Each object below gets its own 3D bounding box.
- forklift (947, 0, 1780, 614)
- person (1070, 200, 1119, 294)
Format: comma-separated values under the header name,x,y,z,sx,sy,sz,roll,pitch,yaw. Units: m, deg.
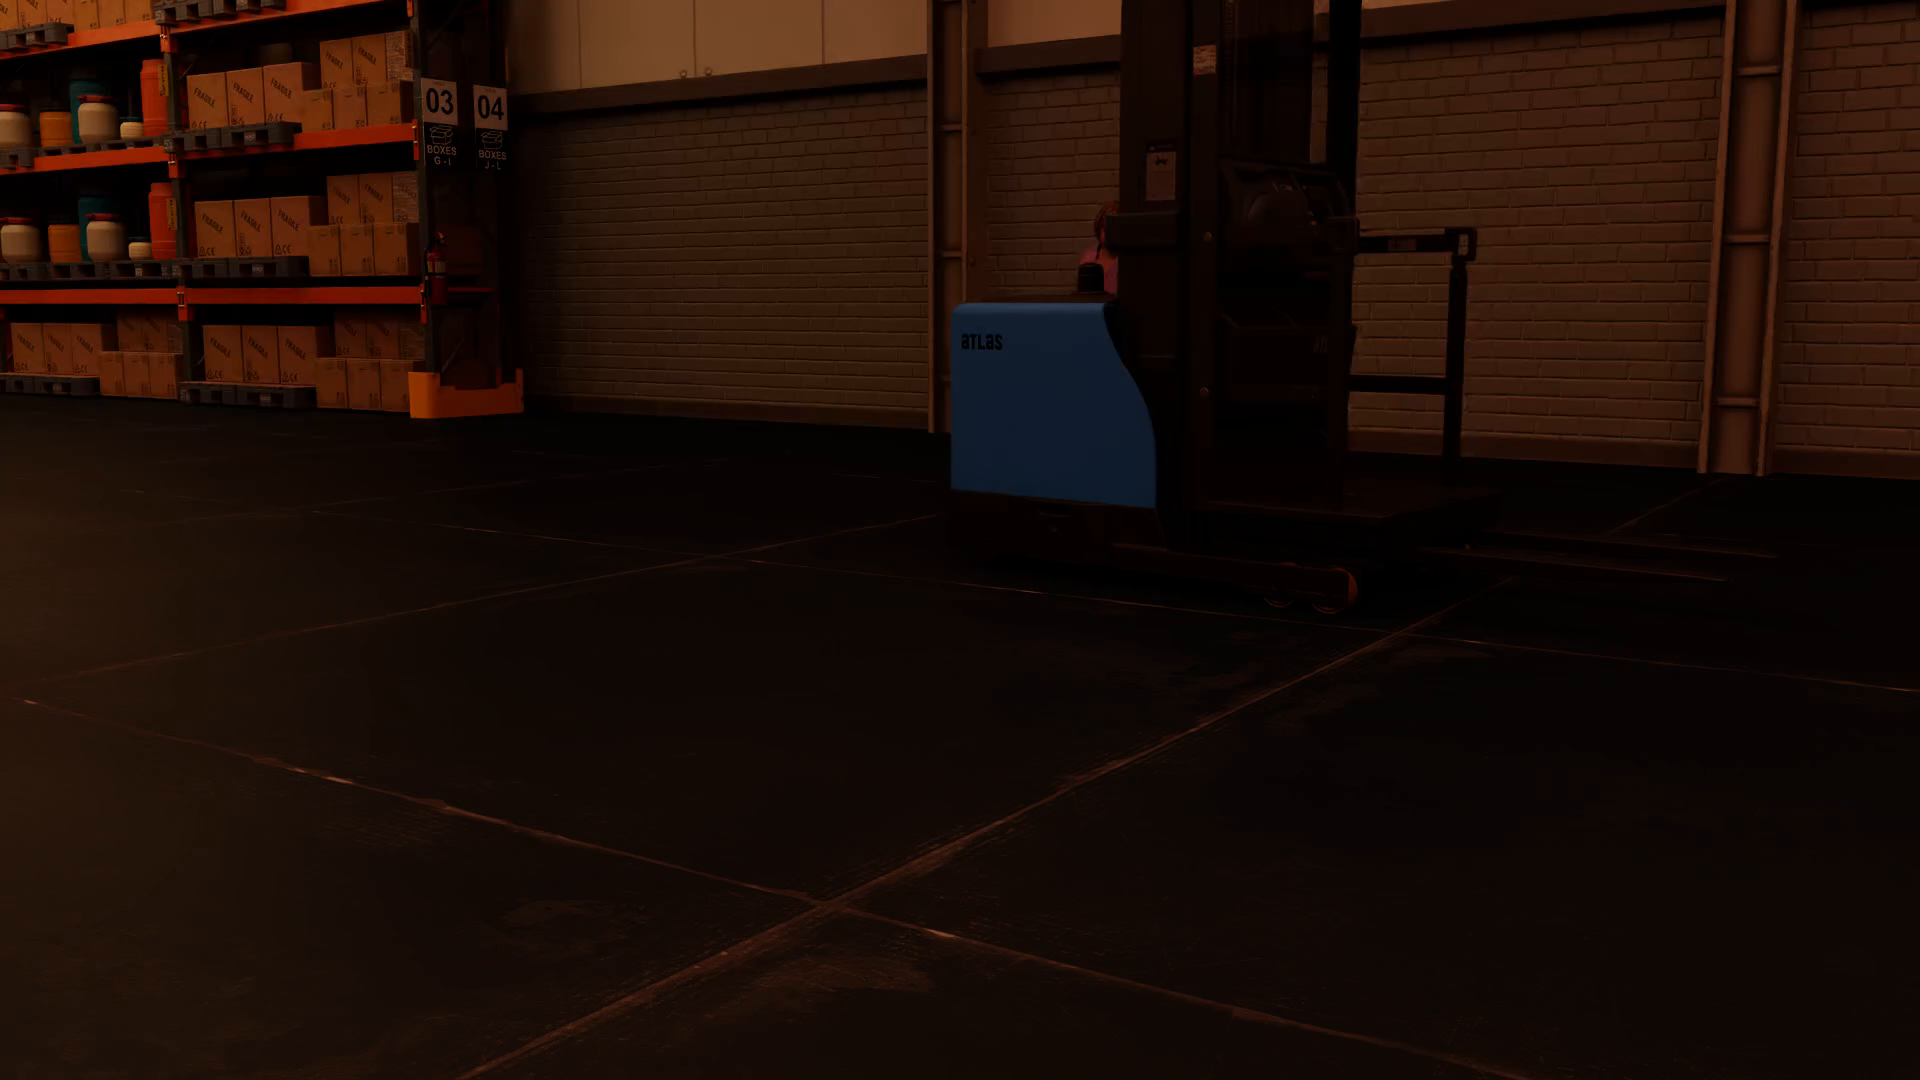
name,x,y,z,sx,sy,sz,roll,pitch,yaw
forklift,1.403,-1.275,6.162,3.031,2.935,1.130,7,10,39
person,0.743,-0.825,7.962,0.740,1.570,0.401,5,10,34
